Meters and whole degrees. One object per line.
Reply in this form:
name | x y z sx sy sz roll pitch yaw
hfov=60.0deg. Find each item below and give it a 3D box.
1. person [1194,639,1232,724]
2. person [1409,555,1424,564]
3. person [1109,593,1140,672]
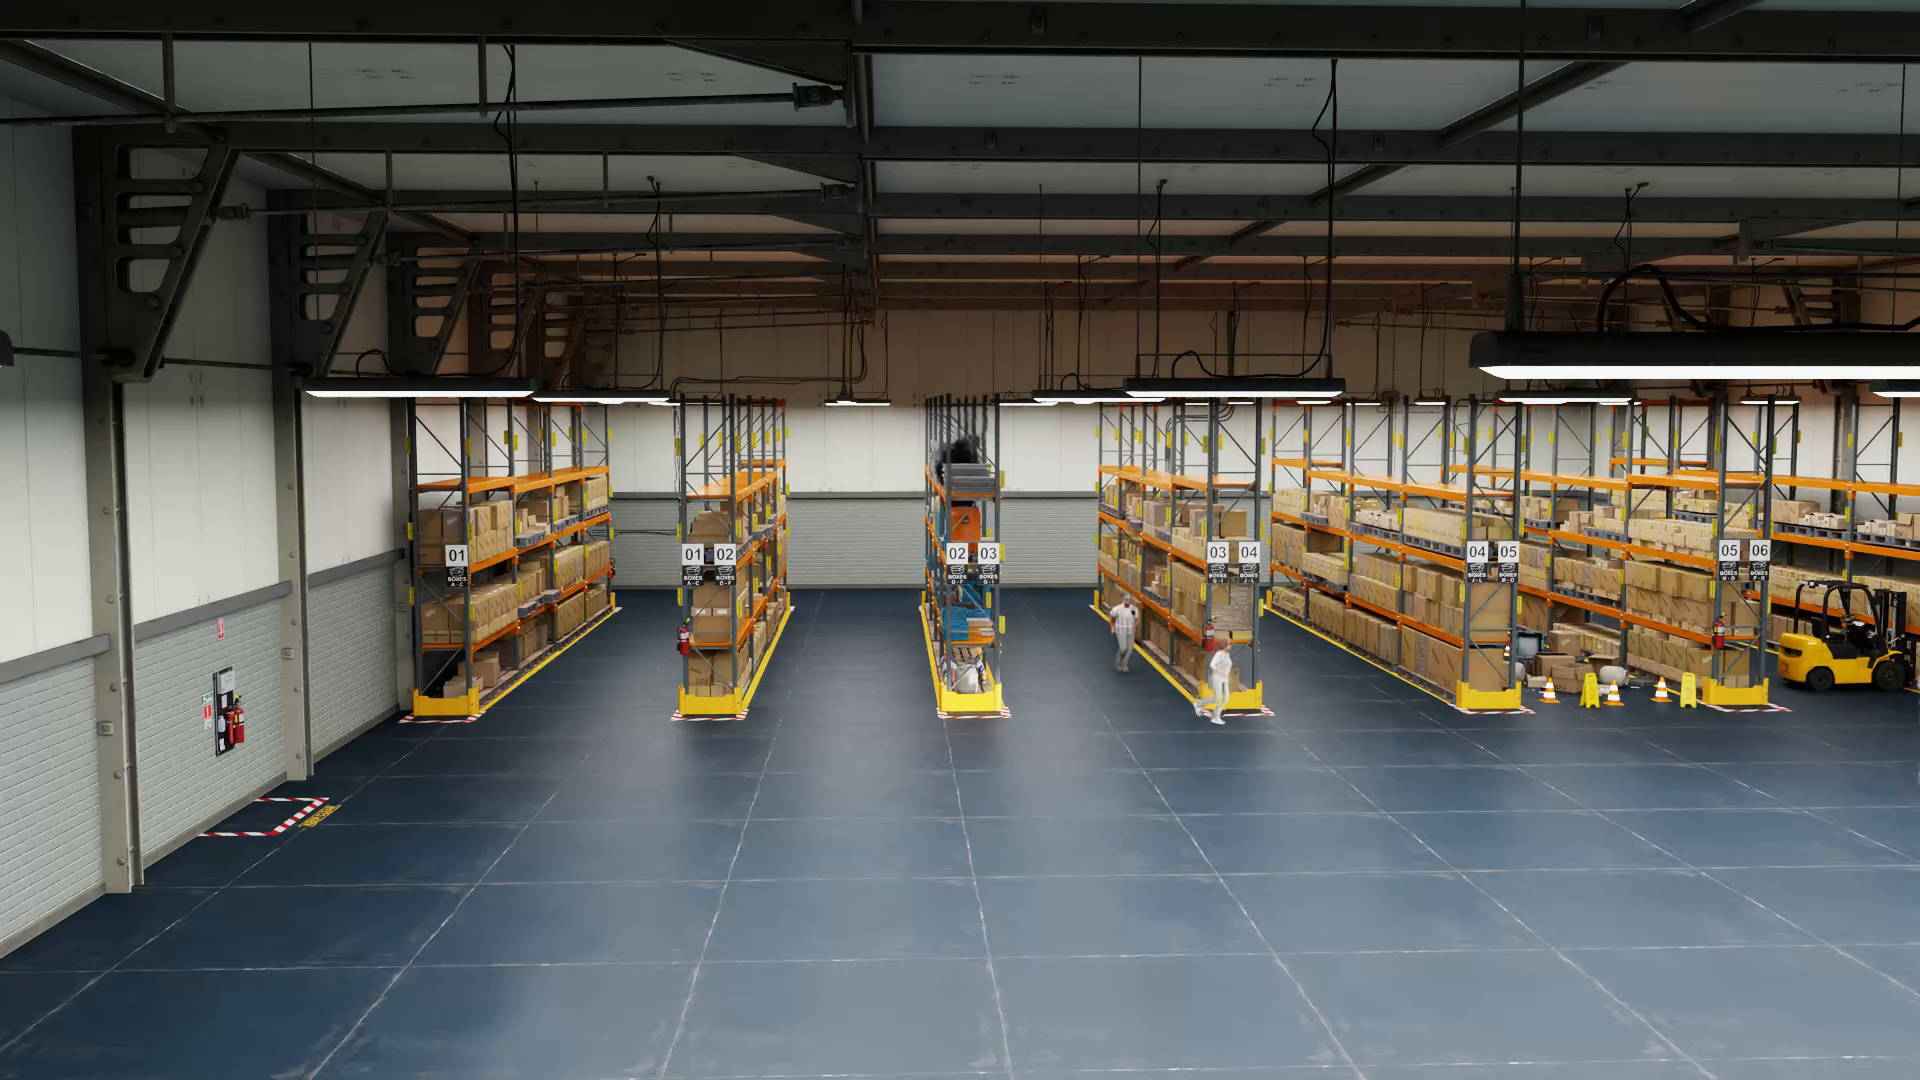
person | 4.700 2.566 30.469 0.659 1.521 0.594 4 6 39
person | 13.500 1.013 49.404 0.937 1.640 0.640 0 5 0
person | 3.595 2.000 36.008 0.637 1.738 0.741 -1 5 -10
